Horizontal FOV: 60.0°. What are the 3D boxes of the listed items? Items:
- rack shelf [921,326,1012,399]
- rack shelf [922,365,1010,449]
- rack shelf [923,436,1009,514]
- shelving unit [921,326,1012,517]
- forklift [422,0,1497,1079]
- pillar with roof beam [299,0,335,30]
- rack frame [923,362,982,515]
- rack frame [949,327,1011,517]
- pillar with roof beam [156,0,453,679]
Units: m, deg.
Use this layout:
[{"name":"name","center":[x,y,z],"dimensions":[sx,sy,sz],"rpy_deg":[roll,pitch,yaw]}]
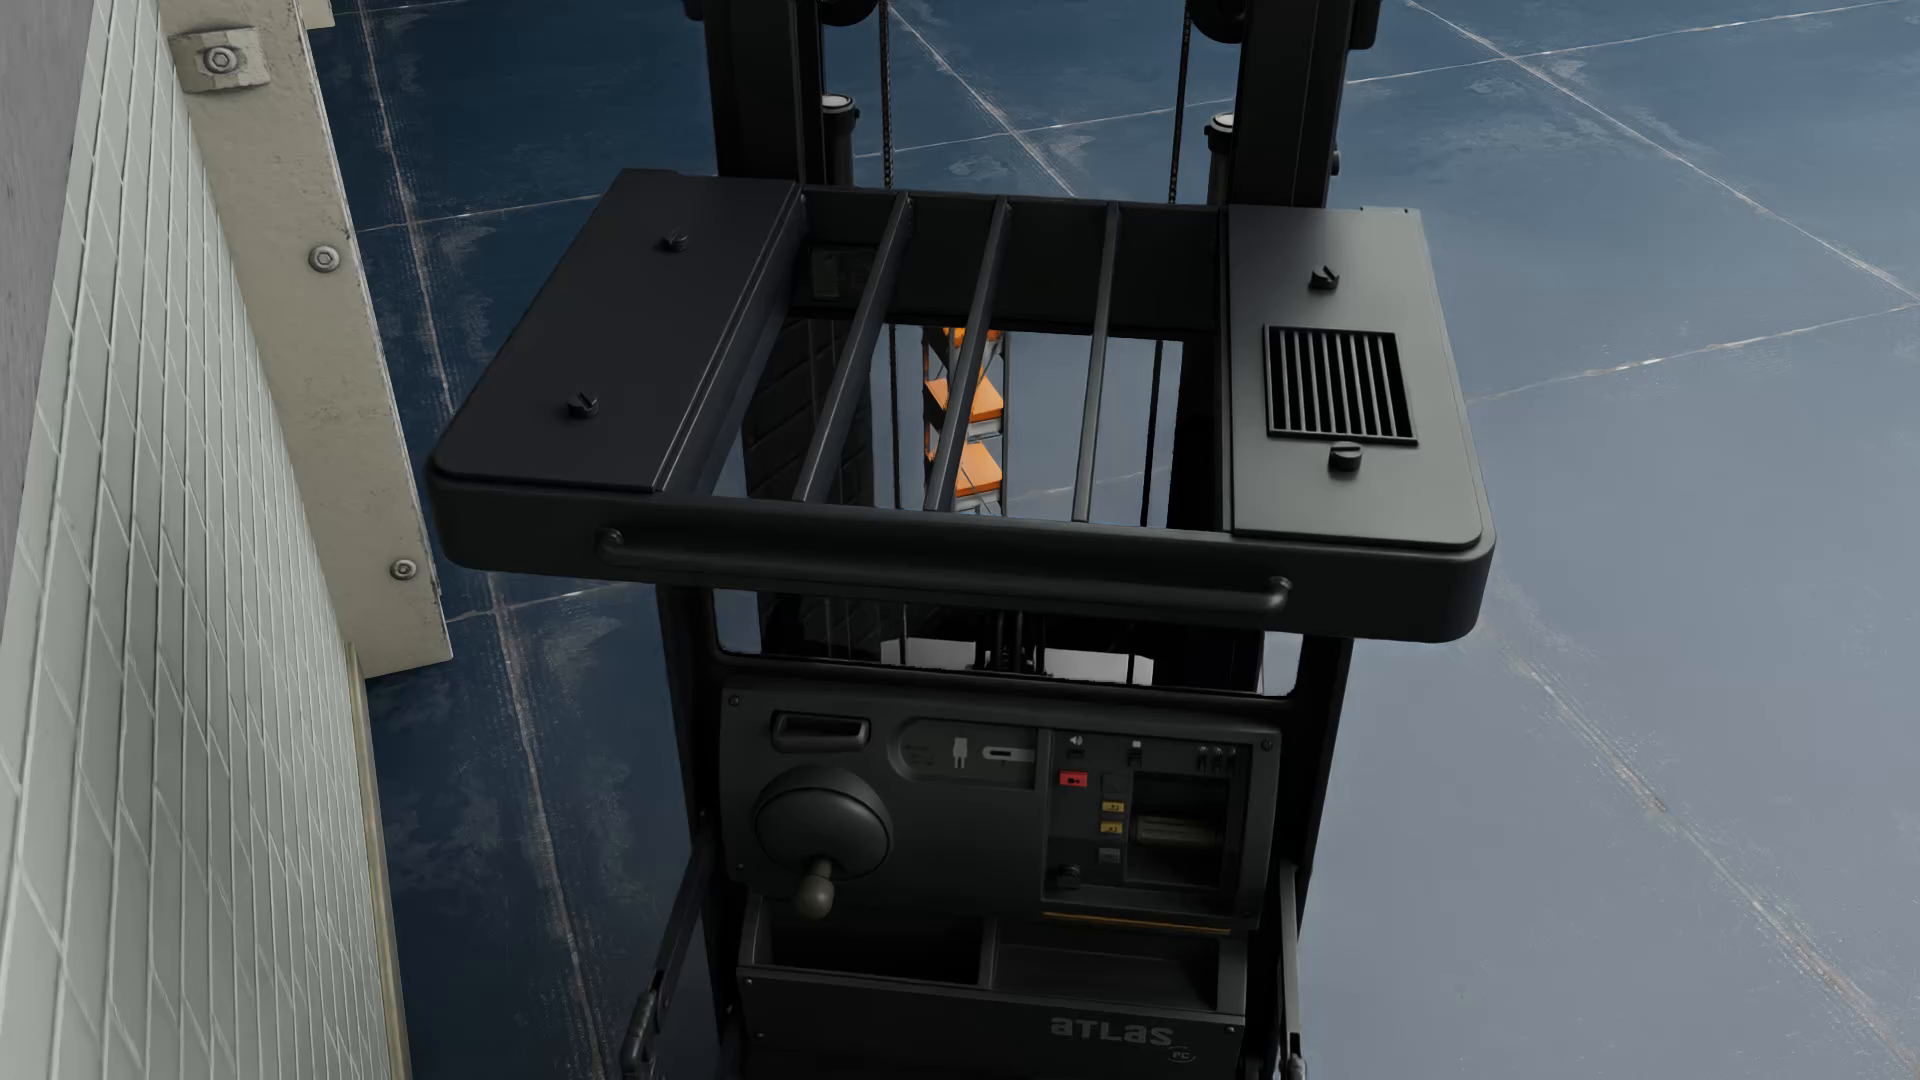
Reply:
[{"name":"rack shelf","center":[0.018,-0.607,5.230],"dimensions":[0.215,0.259,0.240],"rpy_deg":[-12,39,-16]},{"name":"rack shelf","center":[0.018,-0.381,5.400],"dimensions":[0.215,0.259,0.240],"rpy_deg":[-12,39,-16]},{"name":"rack shelf","center":[0.018,-0.159,5.568],"dimensions":[0.215,0.259,0.240],"rpy_deg":[-12,39,-16]},{"name":"shelving unit","center":[0.018,-0.389,5.394],"dimensions":[0.215,1.050,0.252],"rpy_deg":[-12,39,-16]},{"name":"forklift","center":[0.034,0.526,2.615],"dimensions":[1.130,2.935,3.031],"rpy_deg":[4,37,6]},{"name":"pillar with roof beam","center":[0.164,-7.580,8.333],"dimensions":[9.100,9.000,0.400],"rpy_deg":[-12,39,-16]},{"name":"rack frame","center":[-0.024,-0.458,5.486],"dimensions":[0.200,1.050,0.008],"rpy_deg":[-12,39,-16]},{"name":"rack frame","center":[0.060,-0.320,5.303],"dimensions":[0.200,1.050,0.008],"rpy_deg":[-12,39,-16]},{"name":"pillar with roof beam","center":[2.229,-4.190,3.833],"dimensions":[9.100,9.000,0.400],"rpy_deg":[-12,39,-16]}]
